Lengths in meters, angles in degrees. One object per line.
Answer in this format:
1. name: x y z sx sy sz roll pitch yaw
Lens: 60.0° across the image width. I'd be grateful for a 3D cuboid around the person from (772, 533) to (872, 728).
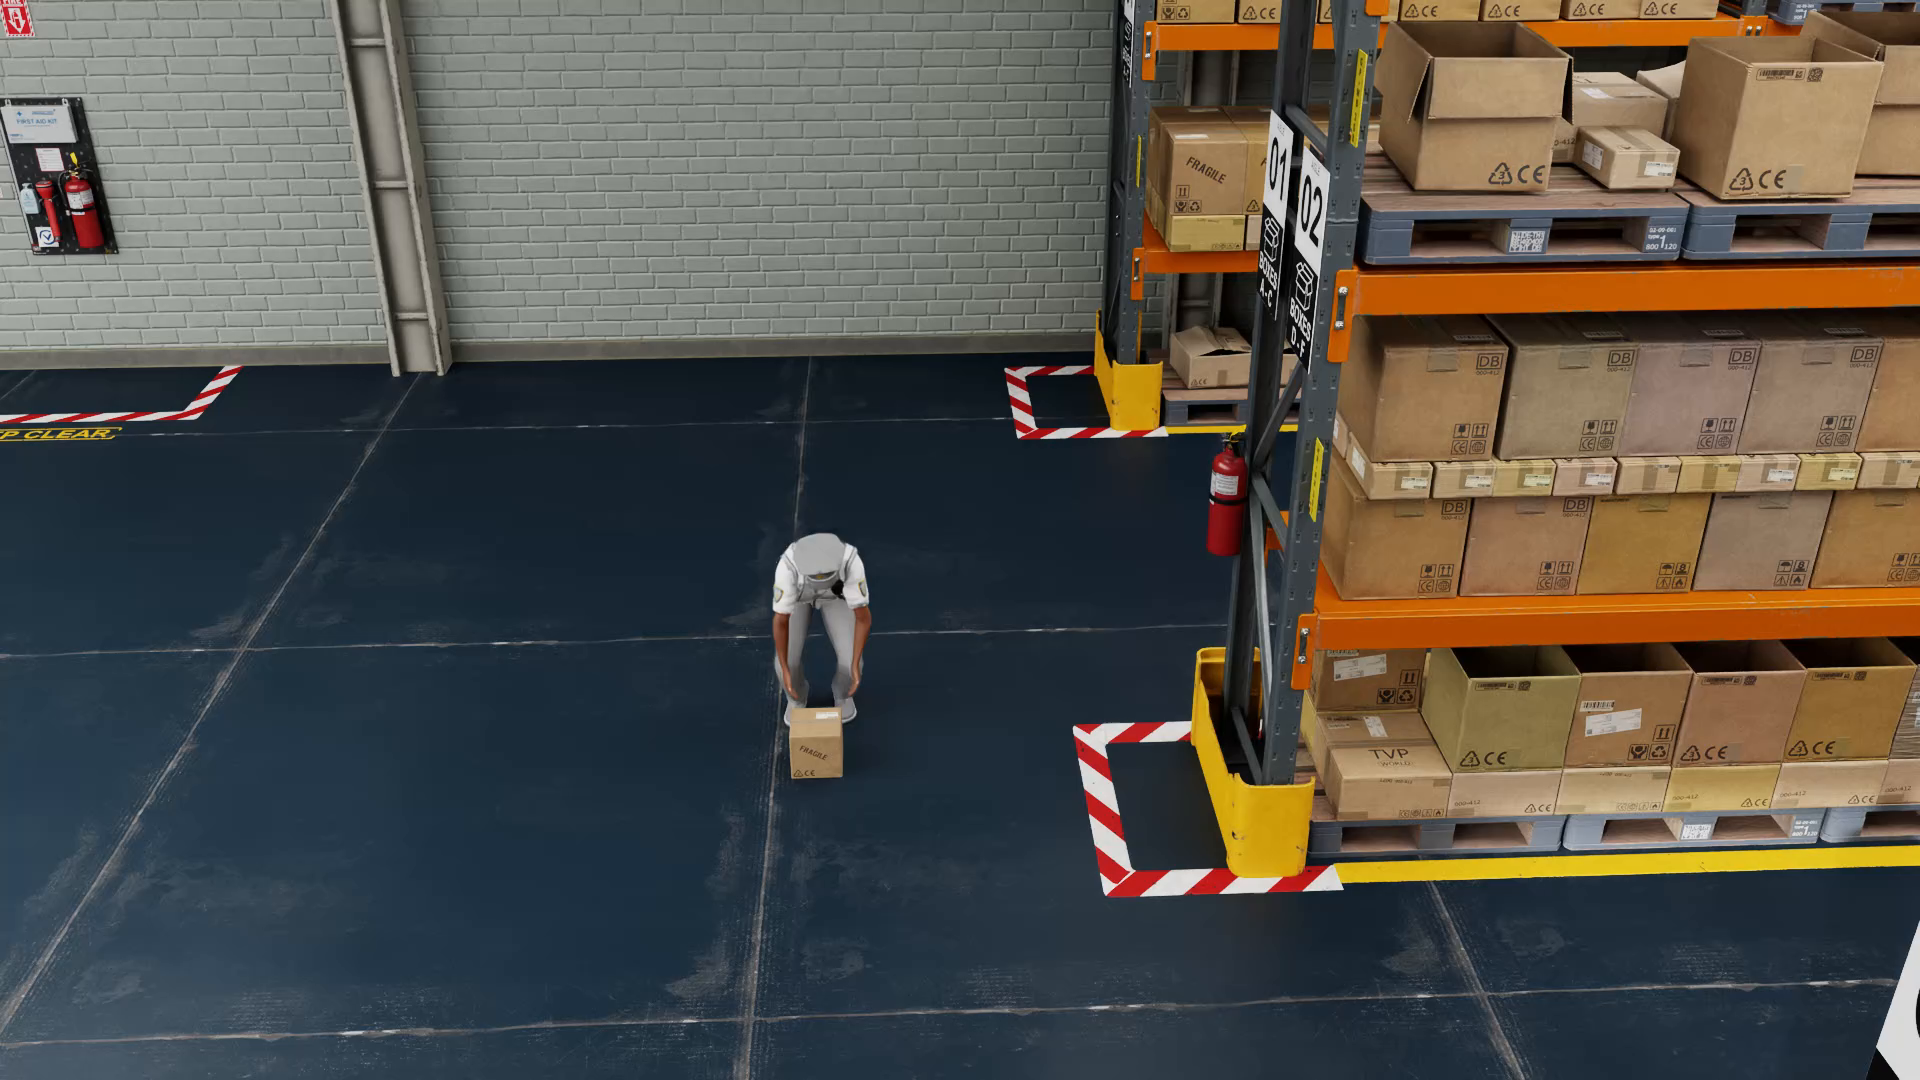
1. person: -0.691 0.408 8.360 0.496 1.189 0.800 -1 28 -3
